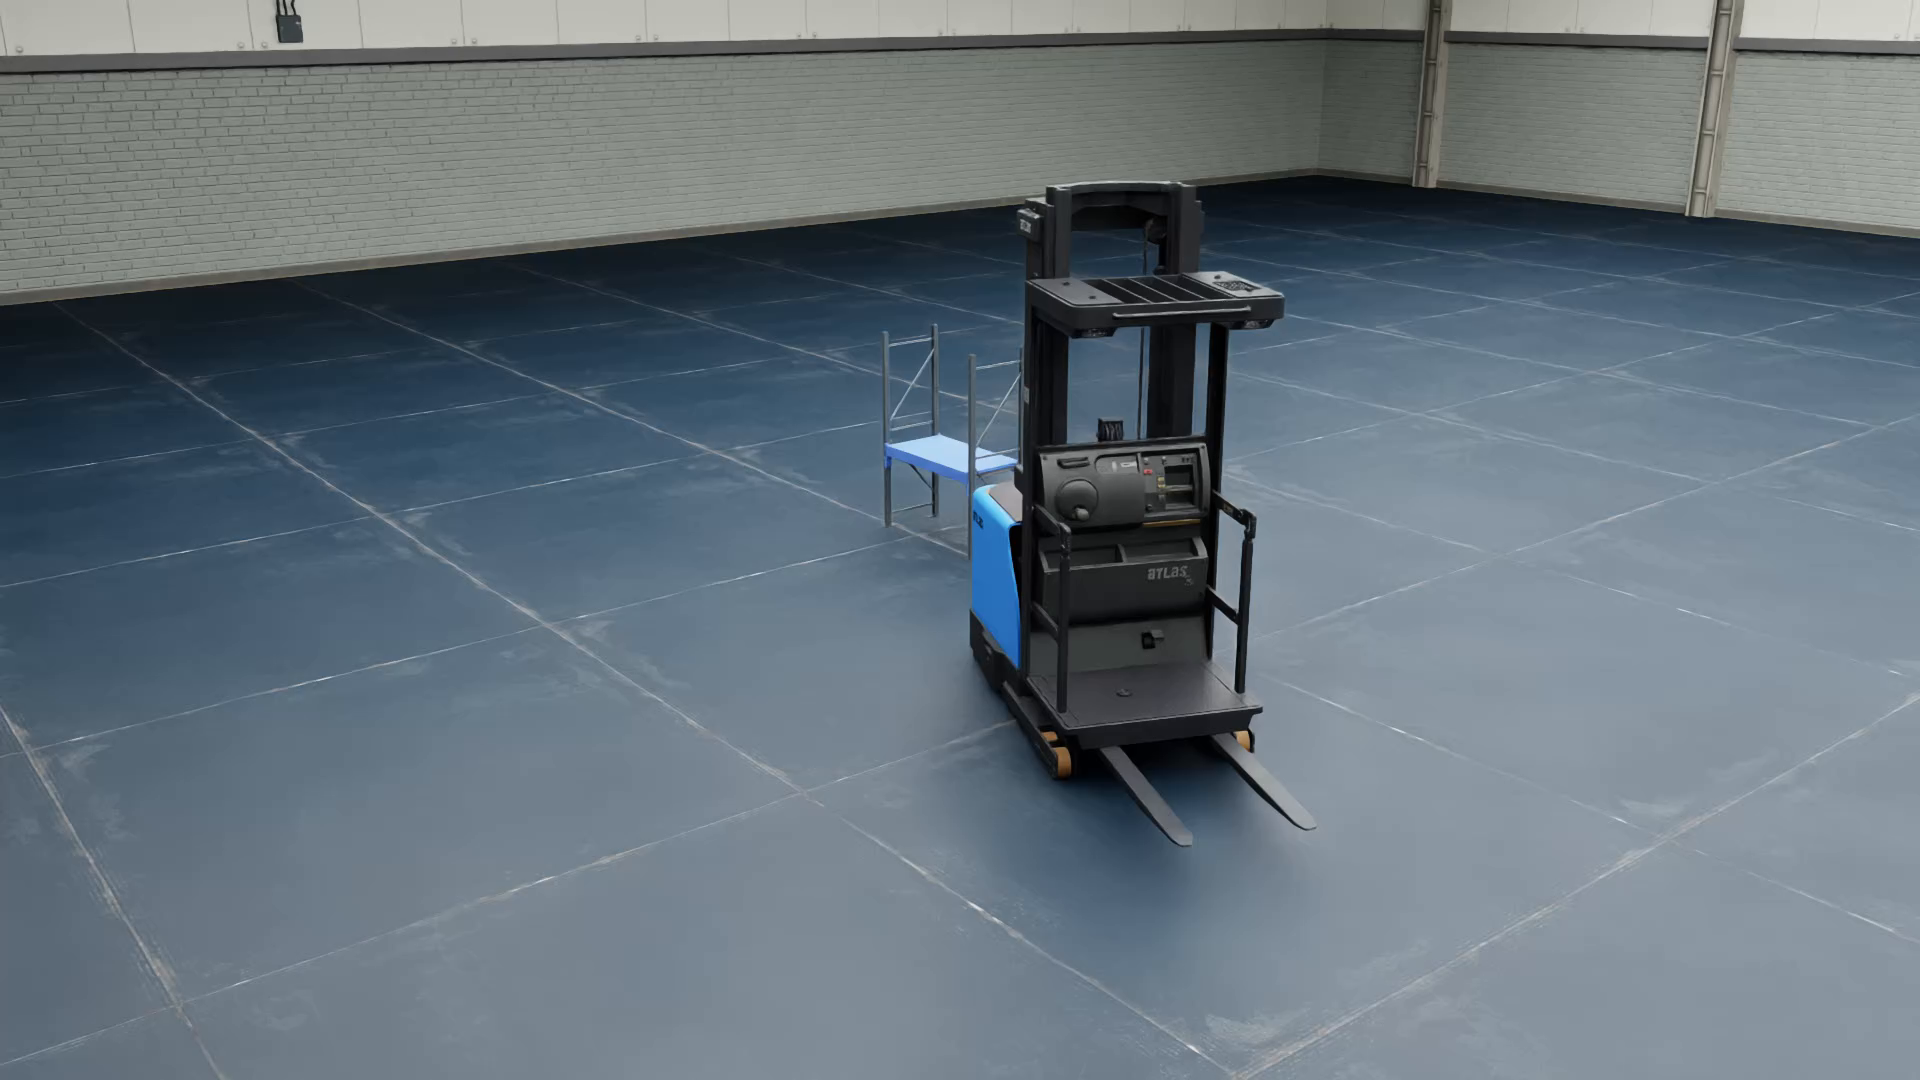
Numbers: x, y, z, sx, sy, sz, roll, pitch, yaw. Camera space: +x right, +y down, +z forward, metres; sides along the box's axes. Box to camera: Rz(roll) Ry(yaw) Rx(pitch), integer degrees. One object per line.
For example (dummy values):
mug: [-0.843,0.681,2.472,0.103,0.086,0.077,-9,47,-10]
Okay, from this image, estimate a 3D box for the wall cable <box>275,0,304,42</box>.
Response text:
wall cable: [-8.409,-9.895,22.518,2.305,6.003,0.169,-14,23,-36]

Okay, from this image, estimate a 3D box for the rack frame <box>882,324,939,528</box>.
rack frame: [-0.369,-0.858,12.568,0.500,1.500,0.032,-14,23,-36]

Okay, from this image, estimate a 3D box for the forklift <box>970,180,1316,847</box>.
forklift: [0.931,-0.288,8.570,1.130,2.935,3.031,-5,19,-14]

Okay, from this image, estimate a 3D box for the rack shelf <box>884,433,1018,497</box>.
rack shelf: [-0.053,-0.562,12.247,0.538,0.185,1.000,-14,23,-36]

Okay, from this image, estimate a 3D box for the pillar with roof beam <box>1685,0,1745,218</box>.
pillar with roof beam: [9.975,-9.276,26.062,9.100,9.000,0.400,-14,23,-36]

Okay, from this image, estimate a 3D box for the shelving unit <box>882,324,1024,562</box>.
shelving unit: [-0.053,-0.733,12.190,0.538,1.500,1.048,-14,23,-36]

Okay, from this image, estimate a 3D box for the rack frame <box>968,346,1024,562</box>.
rack frame: [0.263,-0.608,11.812,0.500,1.500,0.032,-14,23,-36]

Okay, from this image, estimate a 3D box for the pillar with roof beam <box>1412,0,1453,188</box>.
pillar with roof beam: [6.250,-10.755,30.527,9.100,9.000,0.400,-14,23,-36]
